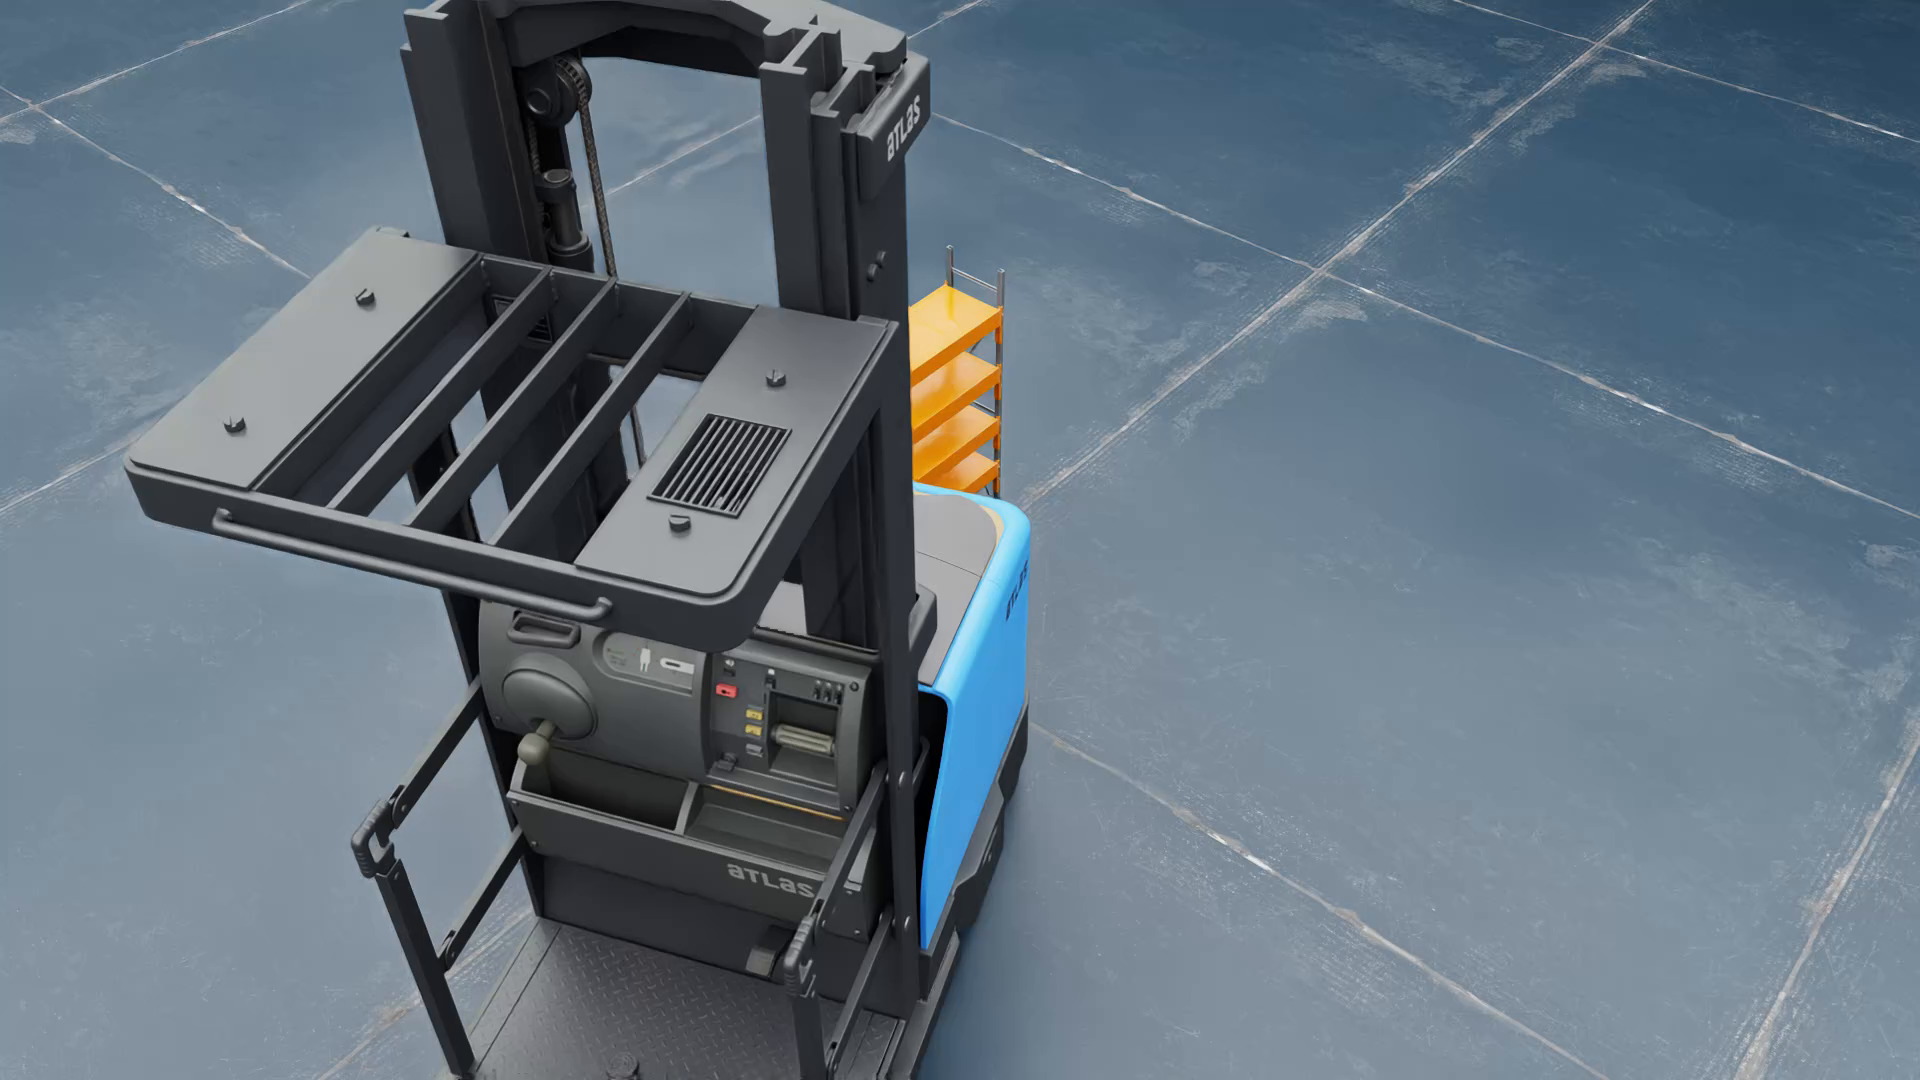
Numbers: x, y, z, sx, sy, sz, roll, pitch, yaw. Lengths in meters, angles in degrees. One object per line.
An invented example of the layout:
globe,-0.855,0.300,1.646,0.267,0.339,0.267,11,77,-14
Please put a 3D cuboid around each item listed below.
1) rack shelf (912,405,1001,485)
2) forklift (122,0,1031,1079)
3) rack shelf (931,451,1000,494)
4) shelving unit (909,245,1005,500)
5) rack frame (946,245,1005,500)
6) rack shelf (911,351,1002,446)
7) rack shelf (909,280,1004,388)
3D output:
rack shelf,-0.107,-0.309,5.798,0.258,0.148,0.480,29,50,28
forklift,-0.716,0.455,3.571,1.130,2.935,3.031,12,44,13
rack shelf,-0.107,-0.162,5.931,0.258,0.148,0.480,29,50,28
shelving unit,-0.107,-0.359,5.753,0.258,1.200,0.503,29,50,28
rack frame,0.051,-0.484,5.891,0.240,1.200,0.015,29,50,28
rack shelf,-0.107,-0.474,5.647,0.258,0.148,0.480,29,50,28
rack shelf,-0.107,-0.649,5.488,0.258,0.148,0.480,29,50,28
